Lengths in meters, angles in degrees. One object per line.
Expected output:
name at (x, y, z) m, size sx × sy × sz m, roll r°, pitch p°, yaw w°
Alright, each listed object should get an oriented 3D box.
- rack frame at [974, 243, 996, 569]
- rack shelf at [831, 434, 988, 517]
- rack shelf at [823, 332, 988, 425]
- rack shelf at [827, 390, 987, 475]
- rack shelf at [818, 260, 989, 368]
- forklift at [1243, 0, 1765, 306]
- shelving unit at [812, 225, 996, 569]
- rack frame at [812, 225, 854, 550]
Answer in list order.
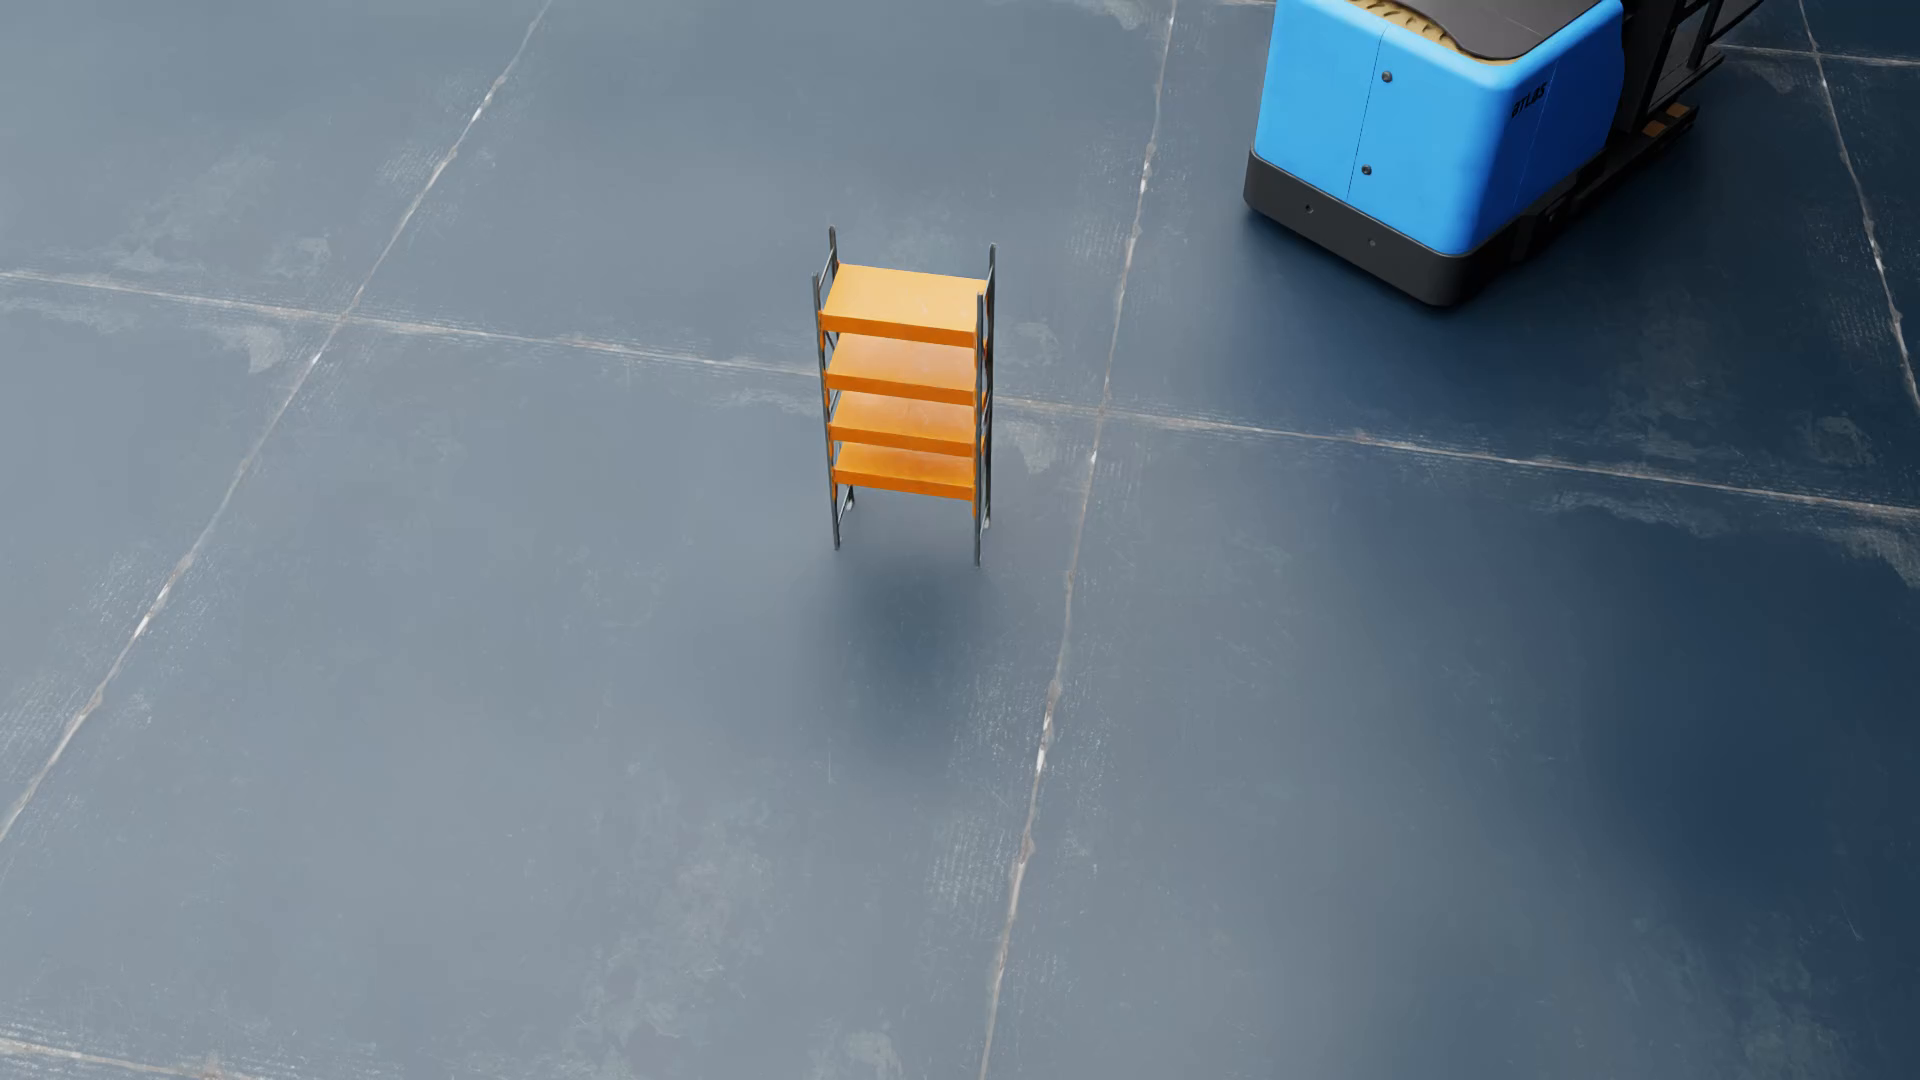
rack frame at (0.077, -0.391, 5.294) m, size 0.015 × 1.200 × 0.240 m, roll 8°, pitch 49°, yaw 7°
rack shelf at (-0.163, -0.245, 5.521) m, size 0.480 × 0.148 × 0.258 m, roll 8°, pitch 49°, yaw 7°
rack shelf at (-0.163, -0.527, 5.207) m, size 0.480 × 0.148 × 0.258 m, roll 8°, pitch 49°, yaw 7°
rack shelf at (-0.163, -0.378, 5.373) m, size 0.480 × 0.148 × 0.258 m, roll 8°, pitch 49°, yaw 7°
rack shelf at (-0.163, -0.686, 5.031) m, size 0.480 × 0.148 × 0.258 m, roll 8°, pitch 49°, yaw 7°
forklift at (2.584, -2.877, 6.365) m, size 3.031 × 2.935 × 1.130 m, roll -36°, pitch 57°, yaw -28°
shelving unit at (-0.163, -0.423, 5.323) m, size 0.503 × 1.200 × 0.258 m, roll 8°, pitch 49°, yaw 7°
rack frame at (-0.403, -0.455, 5.352) m, size 0.015 × 1.200 × 0.240 m, roll 8°, pitch 49°, yaw 7°
